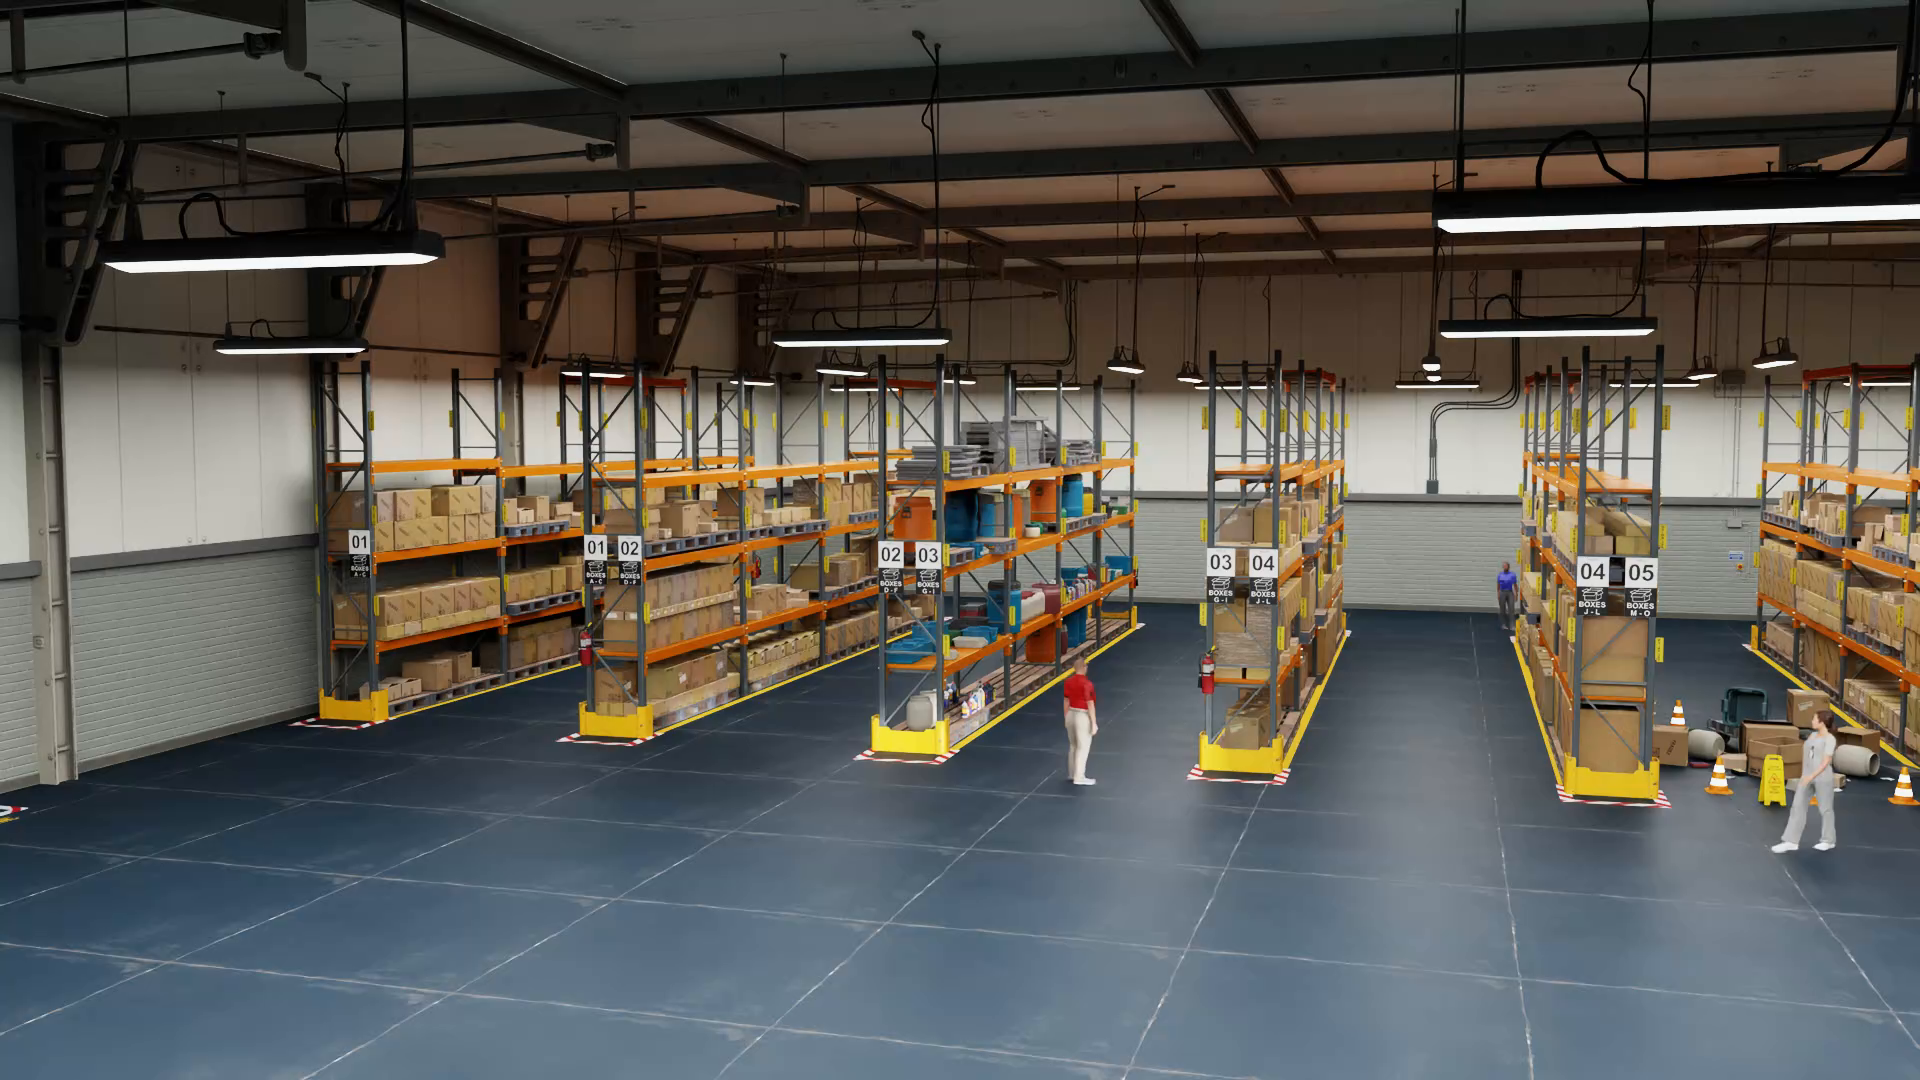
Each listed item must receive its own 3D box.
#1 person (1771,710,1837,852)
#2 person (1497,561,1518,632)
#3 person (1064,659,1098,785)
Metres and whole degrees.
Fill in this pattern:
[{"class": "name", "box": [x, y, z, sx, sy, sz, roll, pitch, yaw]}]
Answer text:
[{"class": "person", "box": [9.864, 2.796, 19.249, 0.788, 1.652, 0.441, -2, 5, -26]}, {"class": "person", "box": [13.112, 1.347, 39.833, 0.469, 1.677, 0.471, 1, 4, 8]}, {"class": "person", "box": [1.718, 2.520, 22.973, 0.460, 1.767, 0.594, -3, 5, -35]}]
